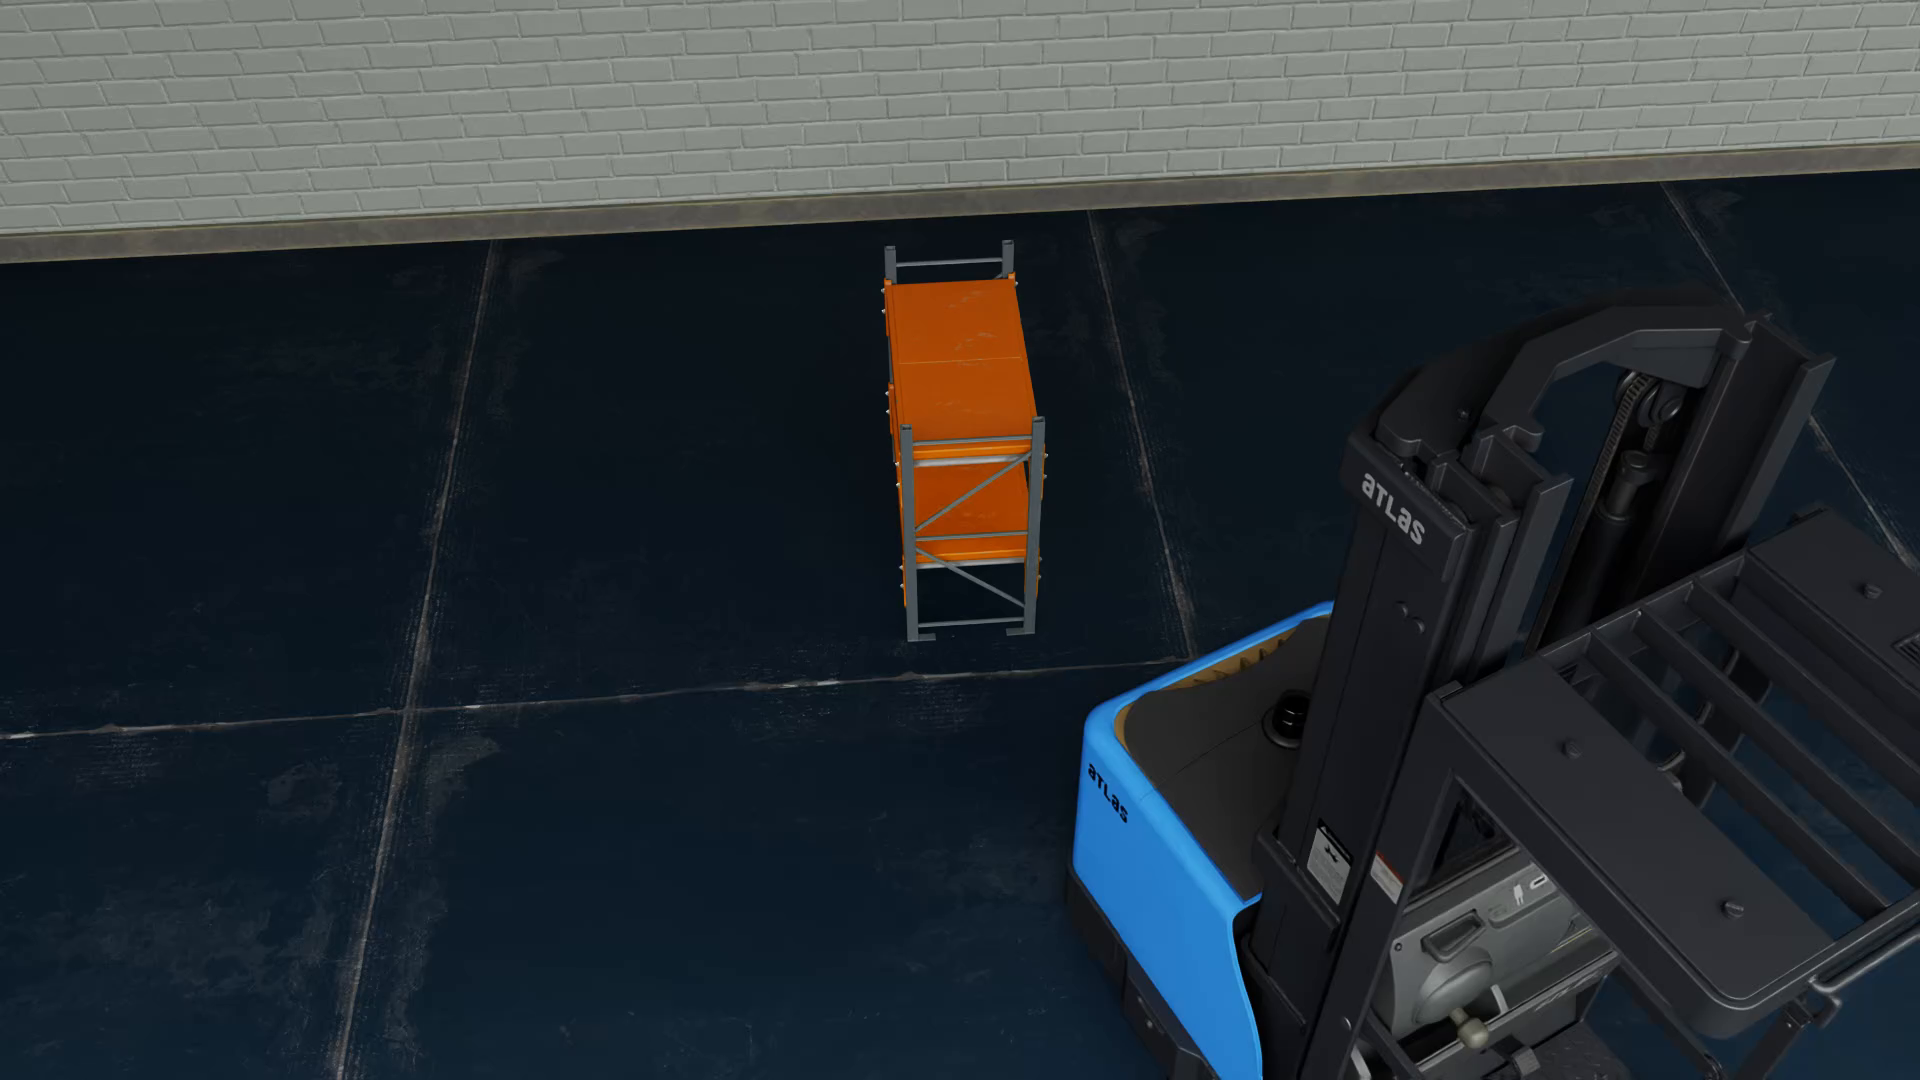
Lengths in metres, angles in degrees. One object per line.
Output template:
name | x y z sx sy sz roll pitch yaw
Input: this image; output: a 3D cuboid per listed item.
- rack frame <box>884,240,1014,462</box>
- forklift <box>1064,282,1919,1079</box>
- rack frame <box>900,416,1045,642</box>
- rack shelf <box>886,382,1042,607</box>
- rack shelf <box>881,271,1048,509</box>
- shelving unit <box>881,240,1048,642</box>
rack frame | -0.042 -0.750 6.822 0.500 1.125 0.032 -3 47 -3
forklift | 1.512 1.003 3.918 1.130 2.935 3.031 -22 50 -20
rack frame | 0.043 -0.014 6.125 0.500 1.125 0.032 -3 47 -3
rack shelf | 0.001 -0.214 6.651 0.538 0.278 1.000 -3 47 -3
rack shelf | 0.001 -0.583 6.261 0.538 0.278 1.000 -3 47 -3
shelving unit | 0.001 -0.382 6.473 0.538 1.125 1.048 -3 47 -3
